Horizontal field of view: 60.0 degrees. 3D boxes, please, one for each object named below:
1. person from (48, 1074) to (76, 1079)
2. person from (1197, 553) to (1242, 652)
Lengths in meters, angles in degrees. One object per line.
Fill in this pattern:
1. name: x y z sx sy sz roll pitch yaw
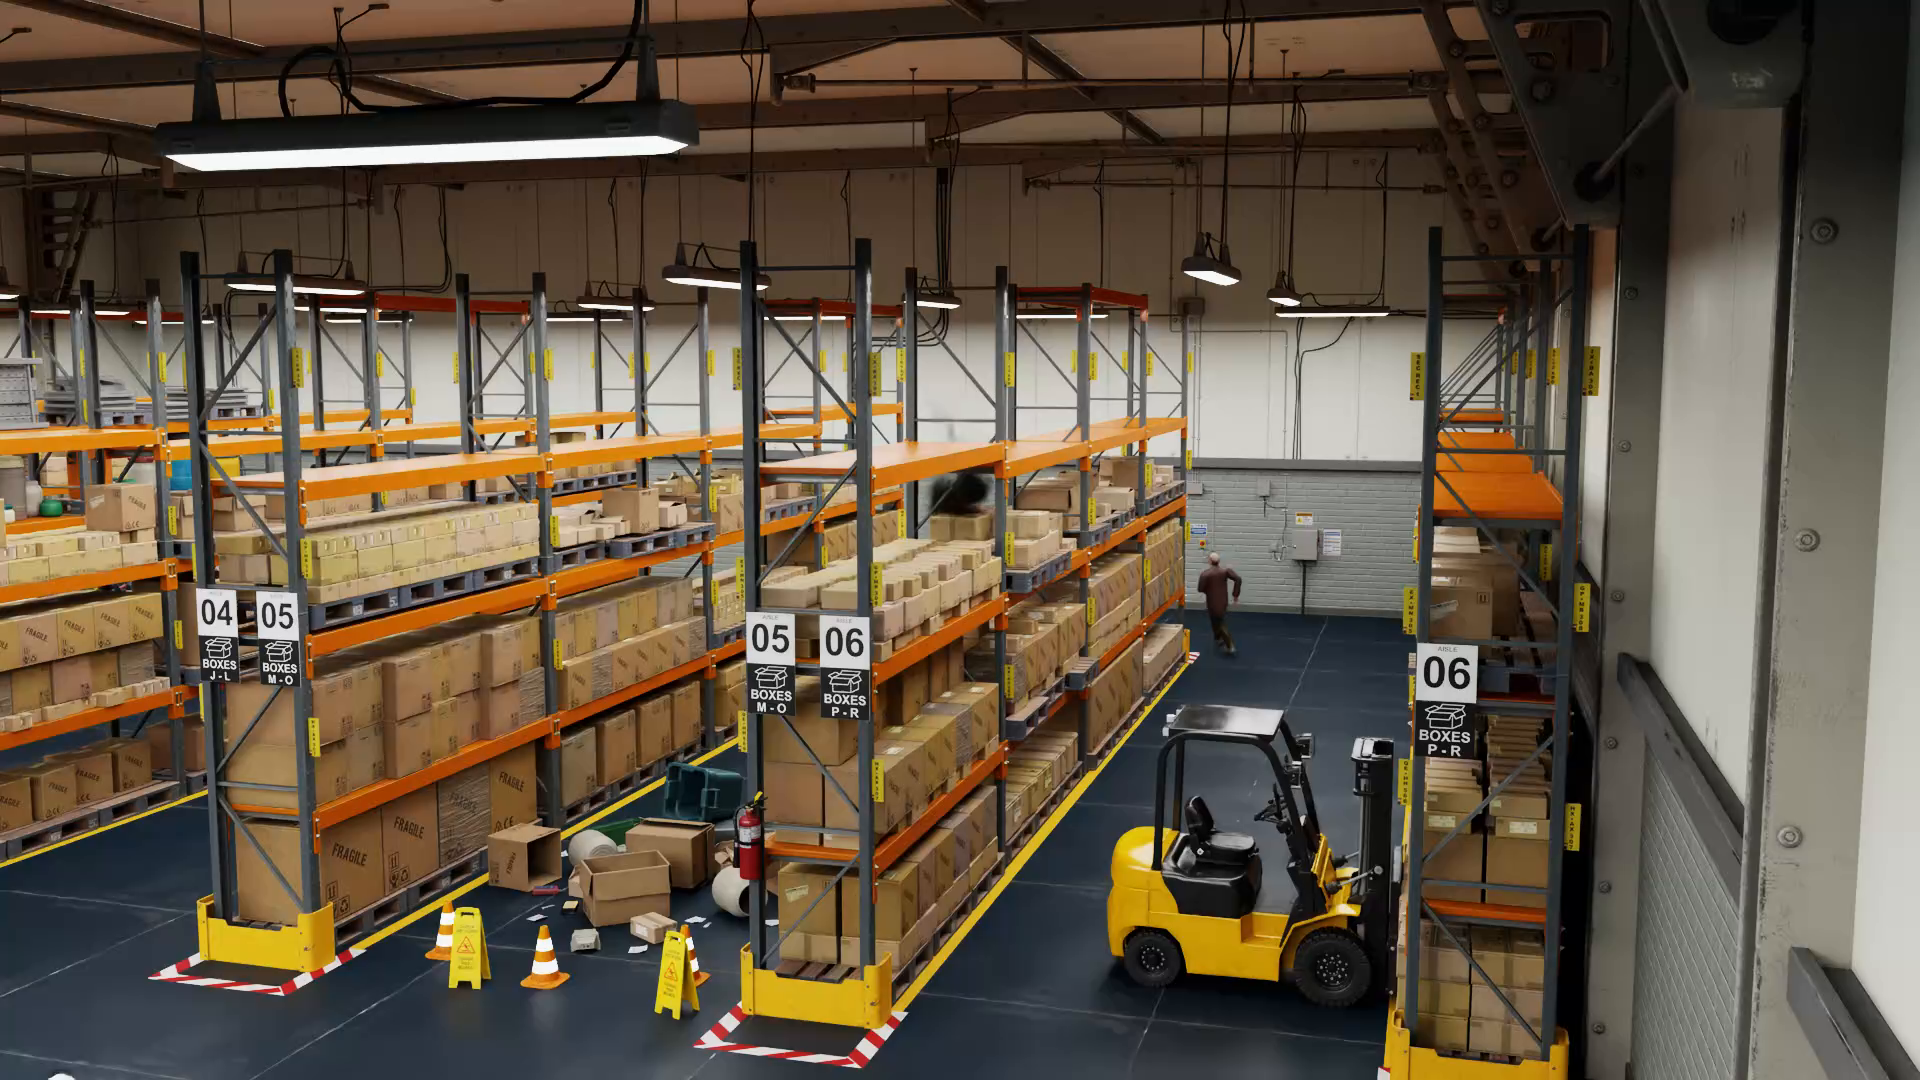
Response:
1. person: -4.289 3.419 7.980 0.667 1.736 0.771 -3 7 -24
2. person: 4.404 1.090 28.613 0.689 1.758 0.764 -3 7 -25
